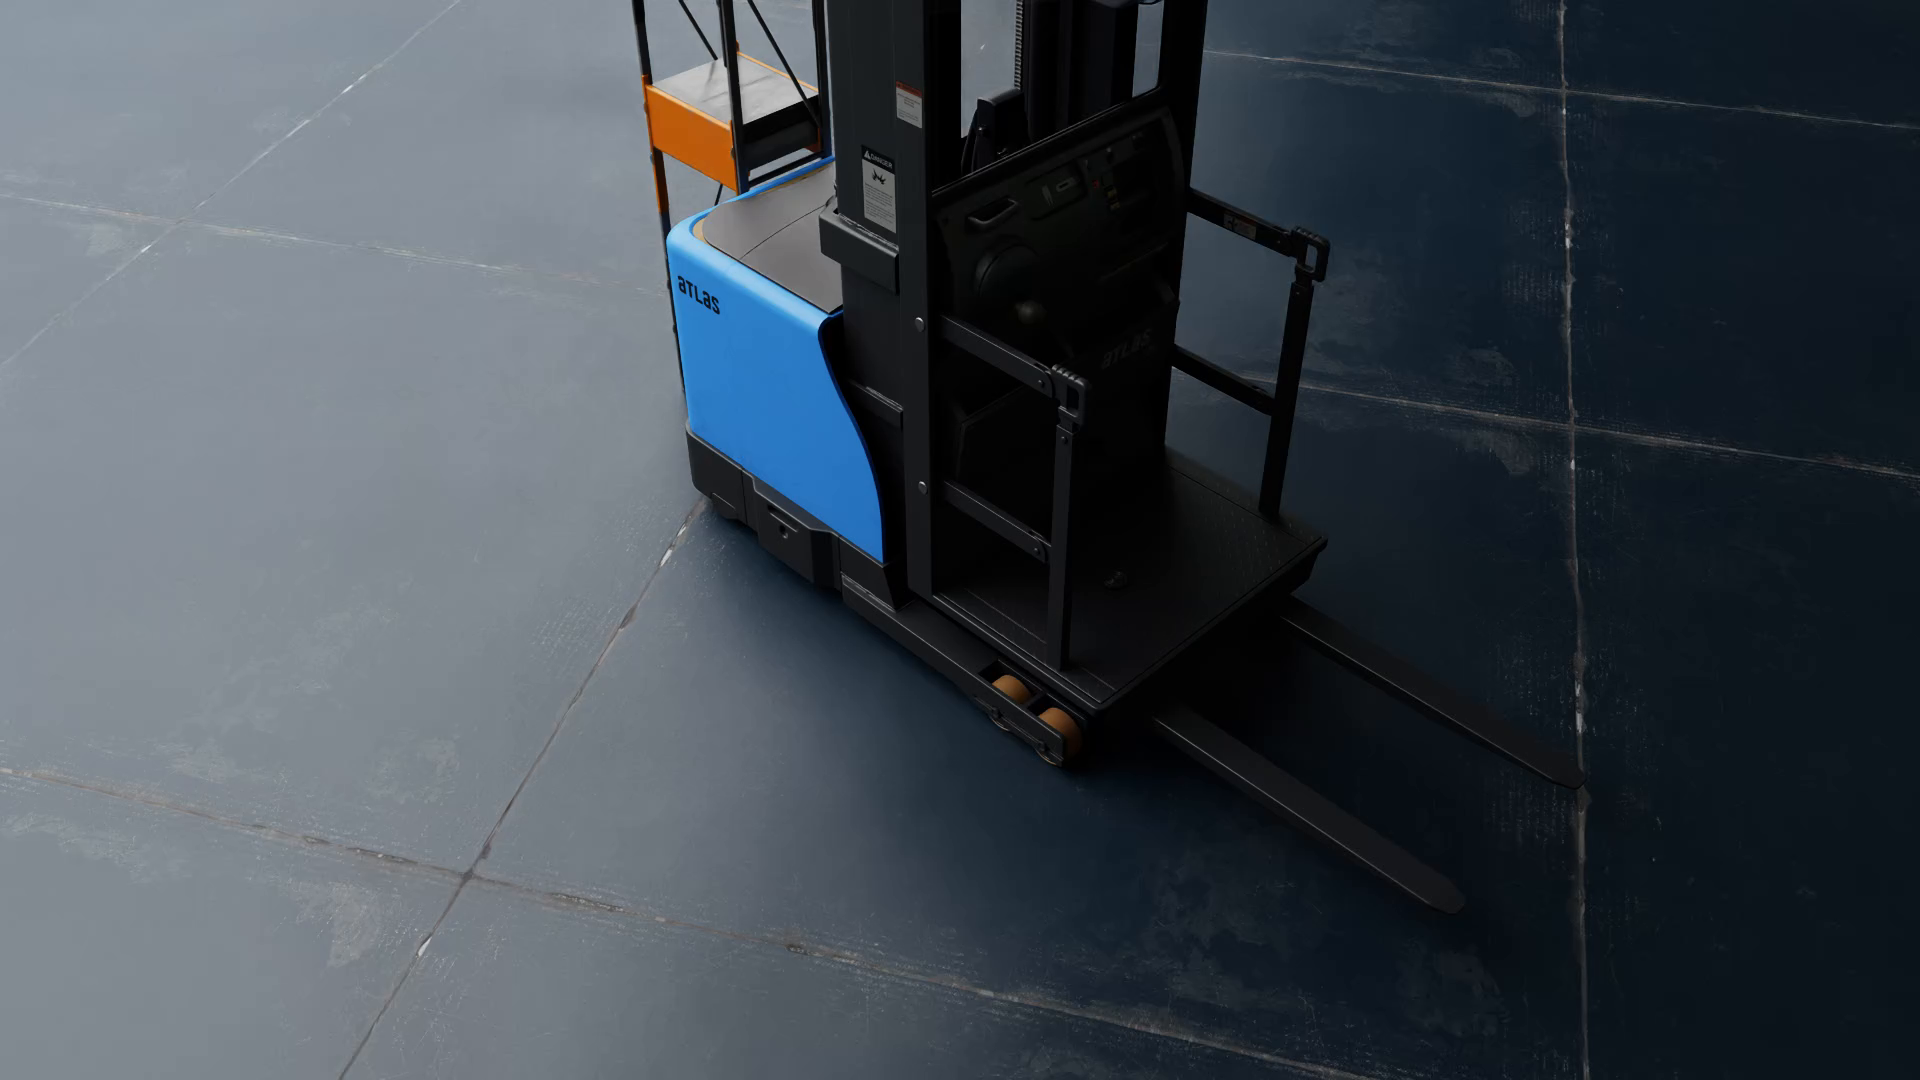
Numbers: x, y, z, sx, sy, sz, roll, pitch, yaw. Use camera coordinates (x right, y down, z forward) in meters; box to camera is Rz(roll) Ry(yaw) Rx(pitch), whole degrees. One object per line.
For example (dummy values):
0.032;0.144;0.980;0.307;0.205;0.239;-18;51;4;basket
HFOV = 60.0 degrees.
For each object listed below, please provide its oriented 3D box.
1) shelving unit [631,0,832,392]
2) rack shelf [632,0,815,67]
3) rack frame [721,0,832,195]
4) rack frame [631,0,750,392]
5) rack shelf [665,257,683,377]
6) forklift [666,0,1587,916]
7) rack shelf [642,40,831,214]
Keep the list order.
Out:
-0.758;-1.358;5.734;0.431;2.100;0.503;-32;50;-33;shelving unit
-0.758;-1.883;5.293;0.431;0.518;0.480;-32;50;-33;rack shelf
-0.586;-1.246;5.601;0.400;2.100;0.015;-32;50;-33;rack frame
-0.929;-1.469;5.867;0.400;2.100;0.015;-32;50;-33;rack frame
-0.758;-0.811;6.193;0.431;0.518;0.480;-32;50;-33;rack shelf
0.443;-0.834;4.463;1.130;2.935;3.031;-32;50;-33;forklift
-0.758;-1.347;5.743;0.431;0.518;0.480;-32;50;-33;rack shelf
